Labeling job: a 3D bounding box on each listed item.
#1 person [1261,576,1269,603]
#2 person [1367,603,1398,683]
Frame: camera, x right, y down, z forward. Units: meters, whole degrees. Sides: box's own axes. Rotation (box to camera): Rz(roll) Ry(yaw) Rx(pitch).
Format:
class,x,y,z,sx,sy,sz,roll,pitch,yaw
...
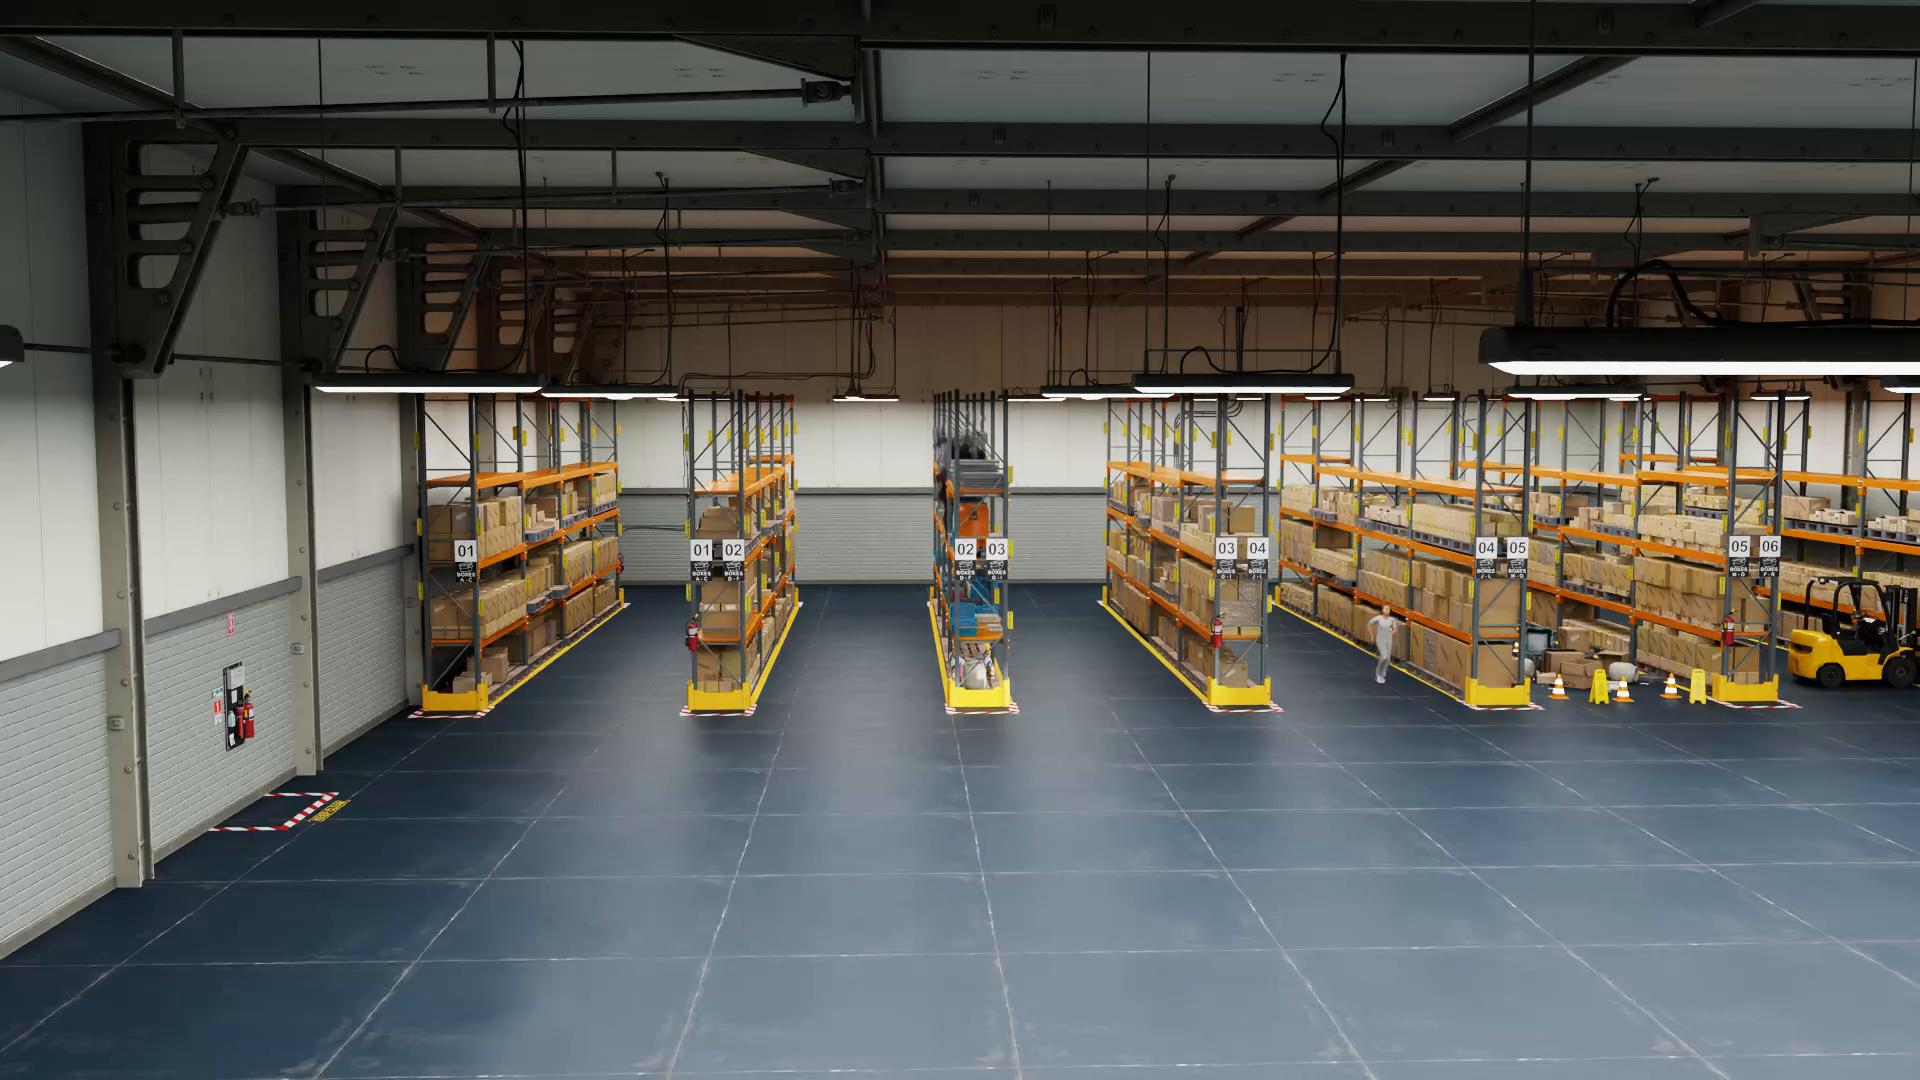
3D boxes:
class,x,y,z,sx,sy,sz,roll,pitch,yaw
person,7.980,1.233,44.658,0.623,1.670,0.877,0,5,0
person,8.673,2.112,33.981,0.552,1.639,0.613,-1,5,-11
